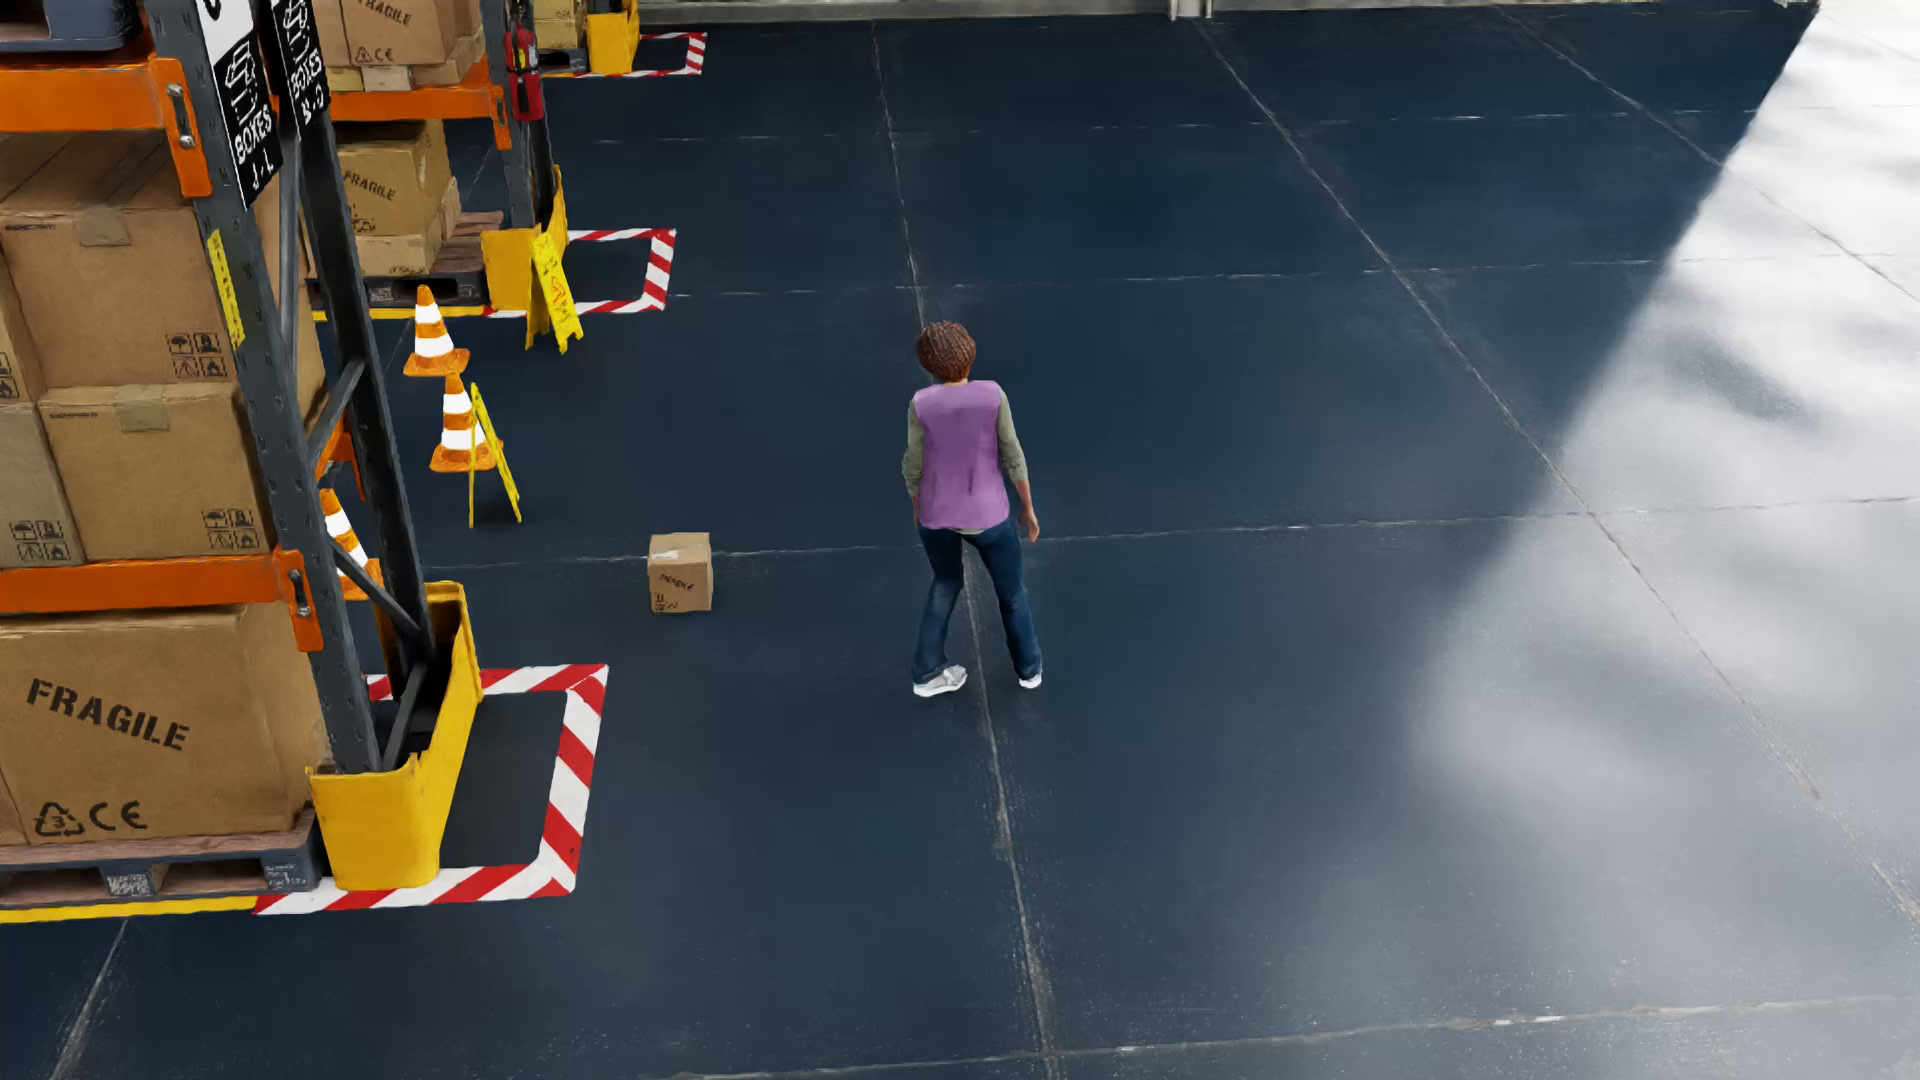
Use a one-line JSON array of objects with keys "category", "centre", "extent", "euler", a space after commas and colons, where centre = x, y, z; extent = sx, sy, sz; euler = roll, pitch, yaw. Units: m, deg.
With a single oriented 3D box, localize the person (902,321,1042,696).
[{"category": "person", "centre": [0.058, -0.090, 6.320], "extent": [0.544, 1.556, 0.442], "euler": [4, 32, 6]}]
